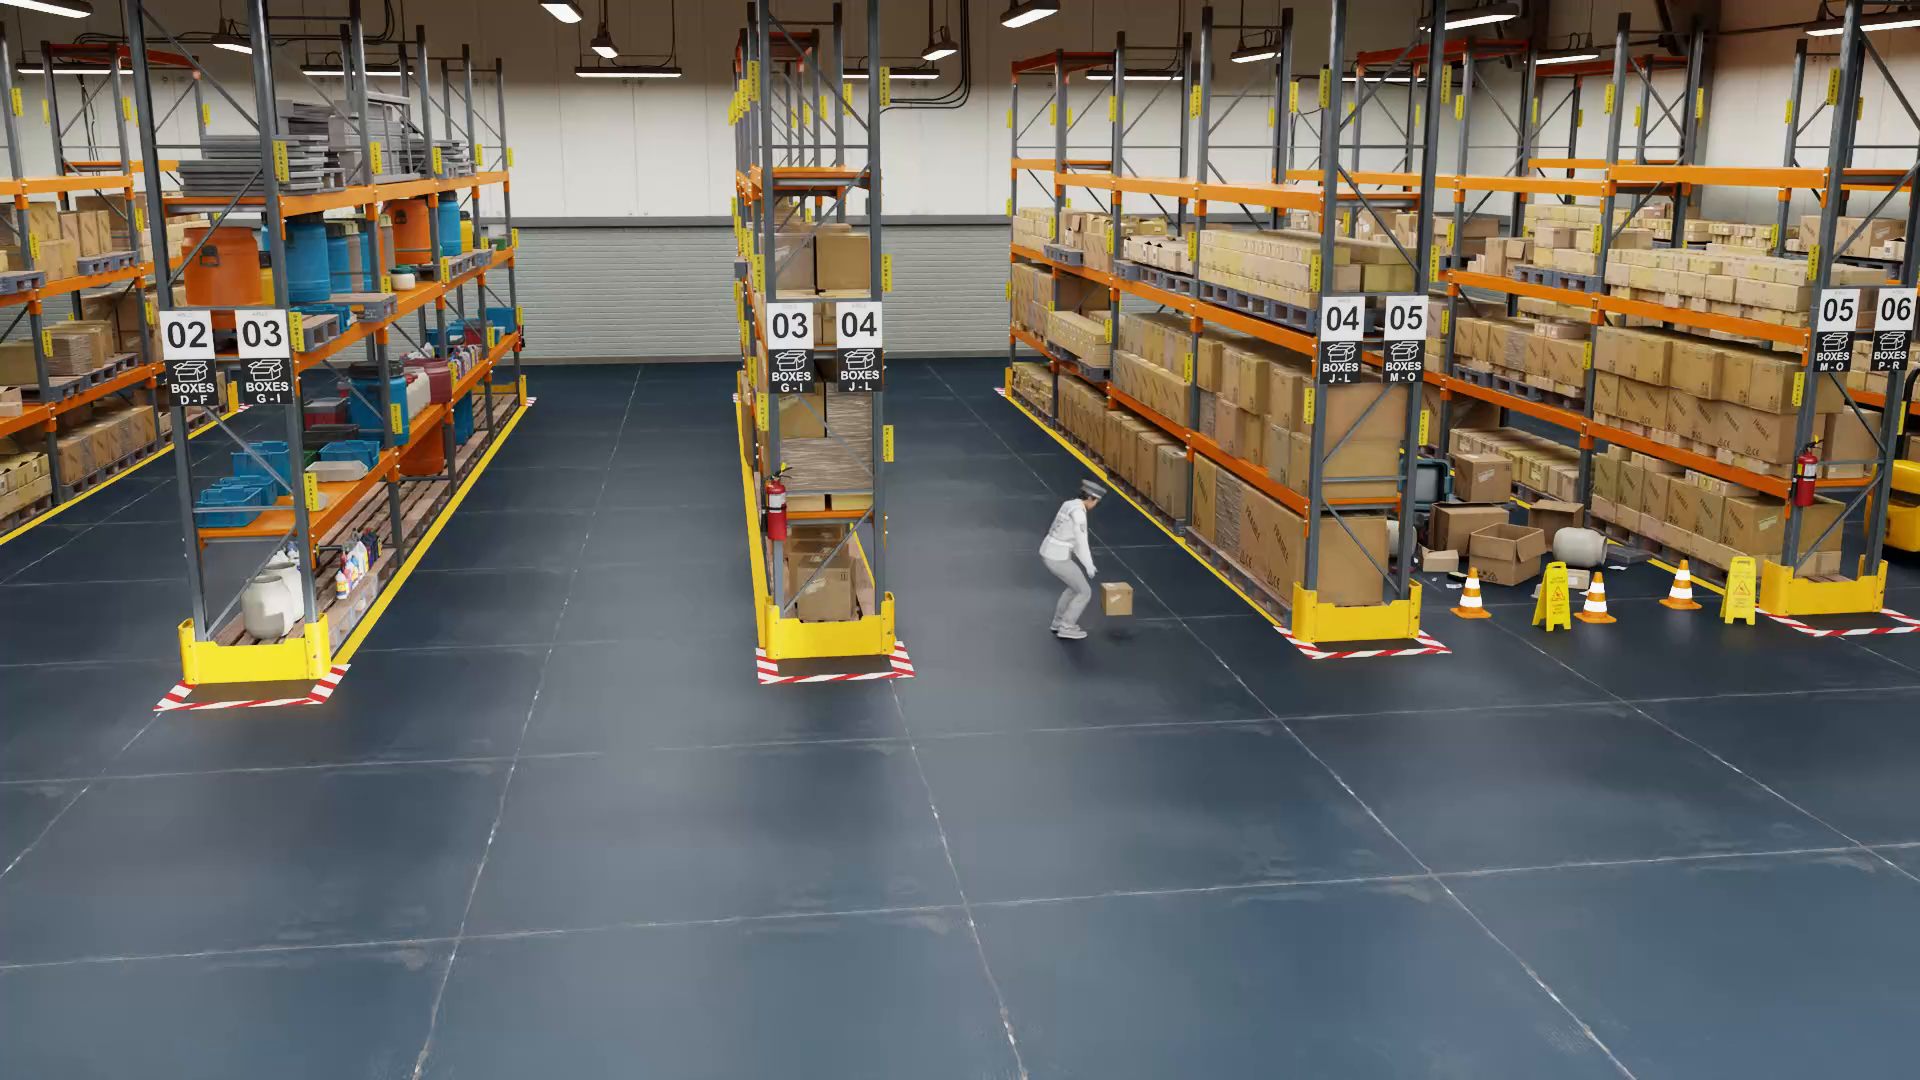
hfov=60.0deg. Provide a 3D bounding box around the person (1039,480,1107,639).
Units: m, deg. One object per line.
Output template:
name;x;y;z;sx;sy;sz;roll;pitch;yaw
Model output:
person;1.062;0.173;15.692;0.633;1.475;0.532;-2;13;-8
